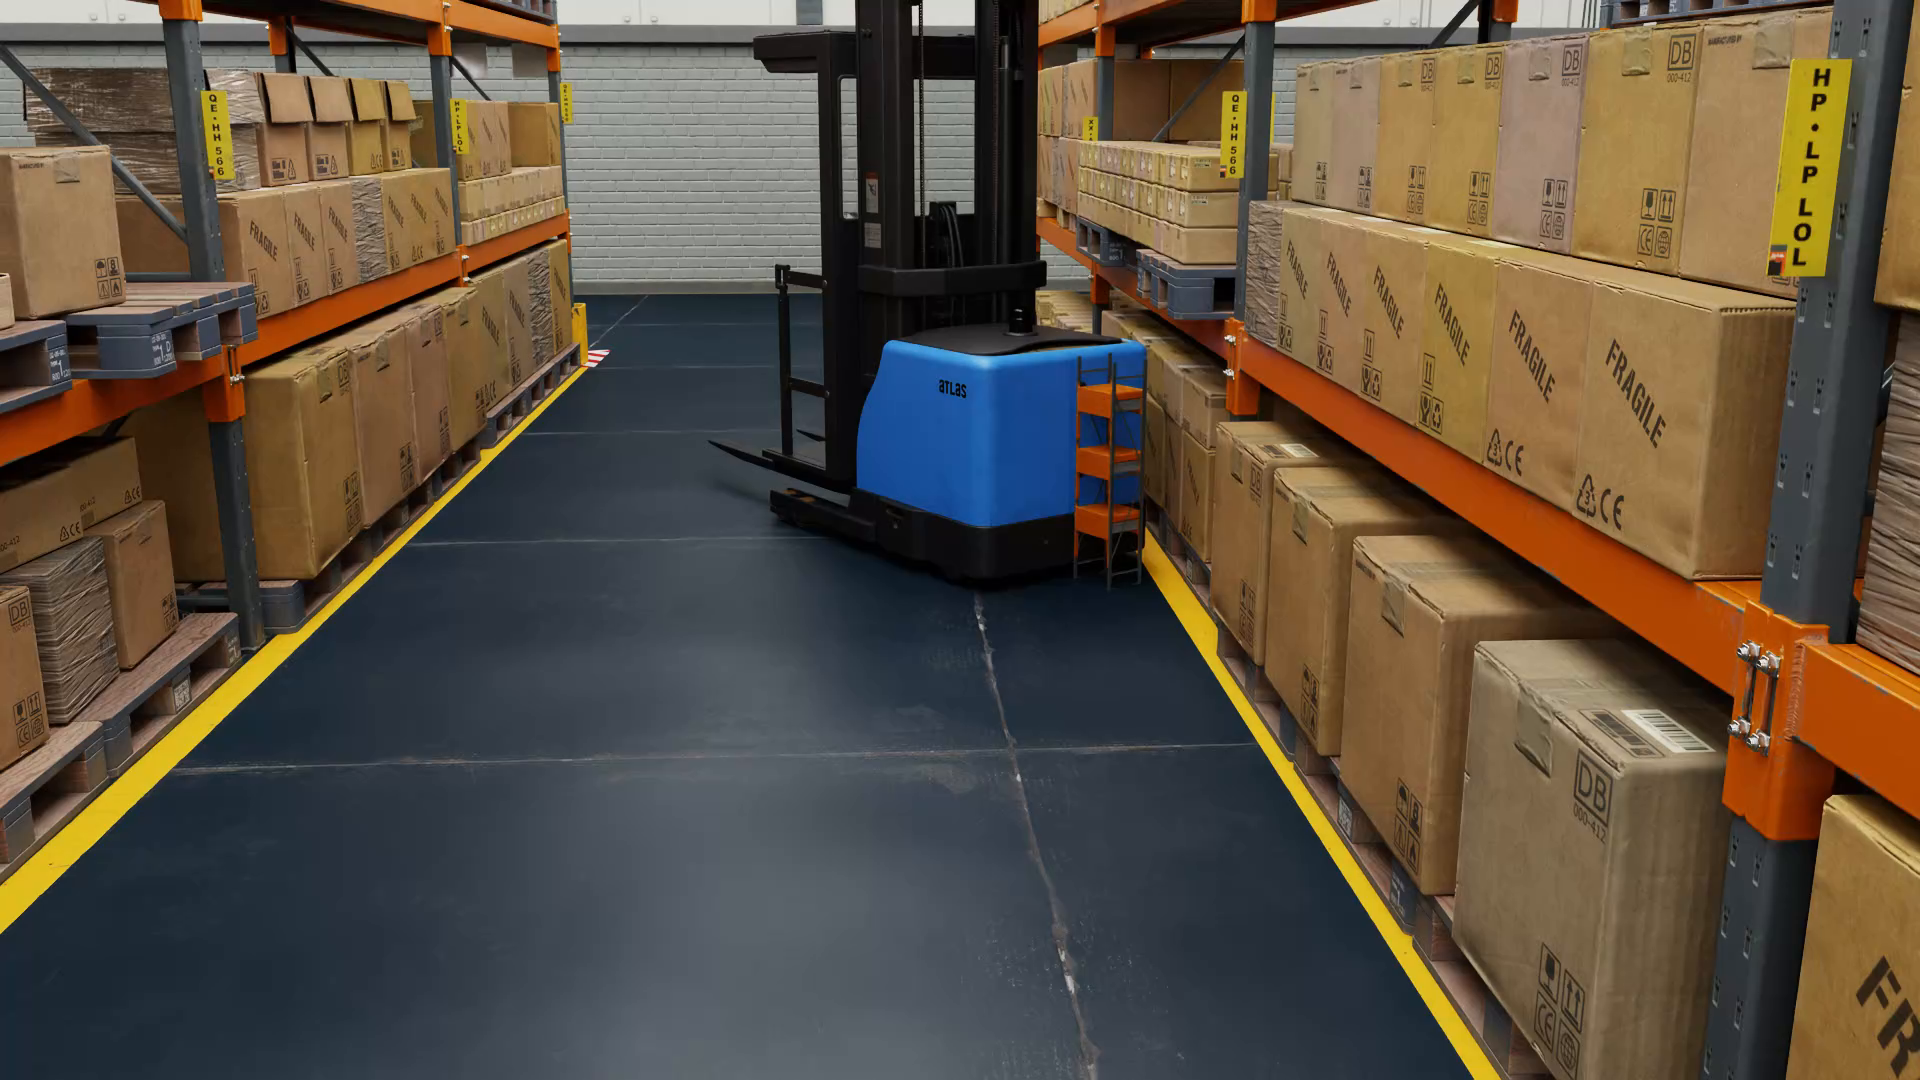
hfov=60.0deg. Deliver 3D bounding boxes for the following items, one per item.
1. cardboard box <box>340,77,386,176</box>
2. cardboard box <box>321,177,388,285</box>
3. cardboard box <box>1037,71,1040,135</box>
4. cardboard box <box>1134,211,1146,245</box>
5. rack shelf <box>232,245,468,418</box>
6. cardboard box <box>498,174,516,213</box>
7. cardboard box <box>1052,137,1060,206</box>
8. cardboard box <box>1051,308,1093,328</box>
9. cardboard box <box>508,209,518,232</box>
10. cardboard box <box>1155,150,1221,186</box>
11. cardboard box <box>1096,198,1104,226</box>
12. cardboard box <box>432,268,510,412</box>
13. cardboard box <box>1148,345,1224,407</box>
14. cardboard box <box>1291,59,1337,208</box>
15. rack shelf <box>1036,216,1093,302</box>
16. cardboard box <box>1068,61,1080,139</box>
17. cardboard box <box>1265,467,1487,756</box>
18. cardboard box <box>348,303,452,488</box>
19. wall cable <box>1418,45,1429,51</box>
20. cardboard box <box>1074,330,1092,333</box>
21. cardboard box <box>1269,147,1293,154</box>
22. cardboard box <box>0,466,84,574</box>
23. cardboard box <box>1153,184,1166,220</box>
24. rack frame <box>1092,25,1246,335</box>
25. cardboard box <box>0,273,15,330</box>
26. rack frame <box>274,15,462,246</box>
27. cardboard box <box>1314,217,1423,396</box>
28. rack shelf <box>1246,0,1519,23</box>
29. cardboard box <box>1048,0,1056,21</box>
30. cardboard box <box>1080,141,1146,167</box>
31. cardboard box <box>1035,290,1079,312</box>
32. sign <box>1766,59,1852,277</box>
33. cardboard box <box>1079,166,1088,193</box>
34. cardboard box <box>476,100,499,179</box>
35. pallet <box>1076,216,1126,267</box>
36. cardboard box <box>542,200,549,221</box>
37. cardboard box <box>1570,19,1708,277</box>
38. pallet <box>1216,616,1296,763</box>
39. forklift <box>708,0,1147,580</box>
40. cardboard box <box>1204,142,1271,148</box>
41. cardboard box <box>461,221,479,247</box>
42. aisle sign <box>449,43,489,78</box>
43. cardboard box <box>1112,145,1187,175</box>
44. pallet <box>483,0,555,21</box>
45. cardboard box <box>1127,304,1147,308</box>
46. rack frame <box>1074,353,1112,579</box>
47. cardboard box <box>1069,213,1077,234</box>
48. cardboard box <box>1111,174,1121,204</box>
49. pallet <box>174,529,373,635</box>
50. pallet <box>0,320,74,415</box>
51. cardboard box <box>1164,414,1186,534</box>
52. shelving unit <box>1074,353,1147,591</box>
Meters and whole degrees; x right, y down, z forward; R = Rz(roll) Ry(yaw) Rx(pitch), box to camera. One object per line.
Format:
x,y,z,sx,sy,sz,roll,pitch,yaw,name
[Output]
-3.526,-2.200,8.845,0.797,0.503,0.637,-1,14,-3,cardboard box
-3.214,-1.554,8.347,0.500,0.500,0.500,-1,14,-3,cardboard box
0.867,-3.603,13.706,0.500,0.500,0.500,-1,14,-4,cardboard box
1.050,-1.504,8.015,0.380,0.149,0.250,-2,15,-6,cardboard box
-3.481,-1.150,8.420,1.077,0.370,4.000,-1,14,-3,rack shelf
-3.436,-2.441,11.696,0.500,0.250,0.500,-1,14,-2,cardboard box
0.970,-2.737,12.347,0.500,0.500,0.500,-1,14,-5,cardboard box
0.899,-1.690,12.761,0.380,0.149,0.250,-1,14,-3,cardboard box
-3.372,-2.275,11.853,0.380,0.149,0.250,-1,14,-3,cardboard box
1.082,-1.665,7.444,0.380,0.149,0.250,0,14,-2,cardboard box
0.966,-1.830,9.282,0.380,0.149,0.250,-1,14,-3,cardboard box
-3.566,-1.336,11.119,0.875,0.875,0.875,-1,14,-3,cardboard box
1.238,-0.826,8.388,0.500,0.250,0.500,-1,14,-2,cardboard box
1.618,-1.473,6.025,0.700,0.500,0.500,-1,14,-4,cardboard box
1.228,-2.196,12.486,1.077,0.370,4.000,-1,14,-3,rack shelf
1.015,-2.965,11.227,0.500,0.500,0.500,-1,14,-5,cardboard box
1.605,0.204,5.386,1.050,0.750,0.750,-1,14,-3,cardboard box
-3.489,-0.789,8.995,1.225,0.875,0.875,-1,14,-5,cardboard box
5.666,-5.053,20.043,0.585,1.953,0.123,-1,14,-3,wall cable
0.992,-1.367,11.505,0.380,0.149,0.250,-1,14,-4,cardboard box
1.681,-1.867,8.230,0.380,0.149,0.250,0,14,-2,cardboard box
-3.243,-0.069,5.402,0.500,0.250,0.500,1,14,3,cardboard box
1.077,-1.526,7.501,0.380,0.149,0.250,-1,14,-2,cardboard box
1.352,-2.047,10.463,1.000,3.000,0.127,-1,14,-3,rack frame
-2.984,-0.729,4.766,0.396,0.266,0.258,-1,14,-5,cardboard box
-3.605,-1.996,10.263,1.000,3.000,0.127,-1,14,-3,rack frame
1.423,-0.733,5.155,0.500,0.500,0.500,-1,14,-3,cardboard box
1.724,-1.659,4.380,1.077,0.370,4.000,-1,14,-3,rack shelf
0.950,-4.048,12.519,0.500,0.250,0.500,-1,14,-5,cardboard box
0.917,-2.312,9.960,0.380,0.149,0.250,0,14,-1,cardboard box
0.797,-2.017,14.032,0.380,0.149,0.250,-2,15,-6,cardboard box
1.307,-0.569,2.554,0.100,0.325,0.005,-1,14,-3,sign
0.917,-2.168,9.997,0.380,0.149,0.250,-1,14,-3,cardboard box
-3.402,-2.676,11.106,0.500,0.500,0.500,-1,14,-3,cardboard box
1.254,-1.762,9.740,1.003,0.211,1.213,-1,14,-3,pallet
-3.455,-2.596,13.100,0.380,0.149,0.250,-1,14,-2,cardboard box
1.777,-0.842,3.570,0.700,0.500,0.500,-1,14,-4,cardboard box
1.573,0.495,6.178,1.003,0.211,1.213,-1,14,-3,pallet
-0.361,-1.546,8.652,1.130,2.935,3.031,-10,18,-34,forklift
1.603,-2.189,9.482,0.380,0.149,0.250,-1,14,-5,cardboard box
-3.291,-1.953,10.601,0.380,0.149,0.250,-1,14,-3,cardboard box
-4.157,-4.263,13.857,0.394,0.787,0.004,-1,14,-3,aisle sign
0.998,-1.990,8.710,0.380,0.149,0.250,0,14,-1,cardboard box
-3.796,-4.216,13.051,1.003,0.211,1.213,-1,14,-3,pallet
1.516,-1.768,13.062,0.380,0.149,0.250,0,14,-1,cardboard box
0.617,-0.340,7.742,0.200,1.050,0.008,-10,18,-34,rack frame
0.981,-2.254,11.772,0.380,0.149,0.250,-2,15,-6,cardboard box
1.003,-1.842,8.729,0.380,0.149,0.250,-1,14,-4,cardboard box
-3.331,0.152,7.511,1.003,0.211,1.213,-1,14,-3,pallet
-3.193,-0.416,4.510,1.003,0.211,1.213,-1,14,-3,pallet
1.270,-0.334,7.979,0.500,0.500,0.500,0,14,-1,cardboard box
0.688,-0.316,7.646,0.215,1.050,0.252,-10,18,-34,shelving unit
